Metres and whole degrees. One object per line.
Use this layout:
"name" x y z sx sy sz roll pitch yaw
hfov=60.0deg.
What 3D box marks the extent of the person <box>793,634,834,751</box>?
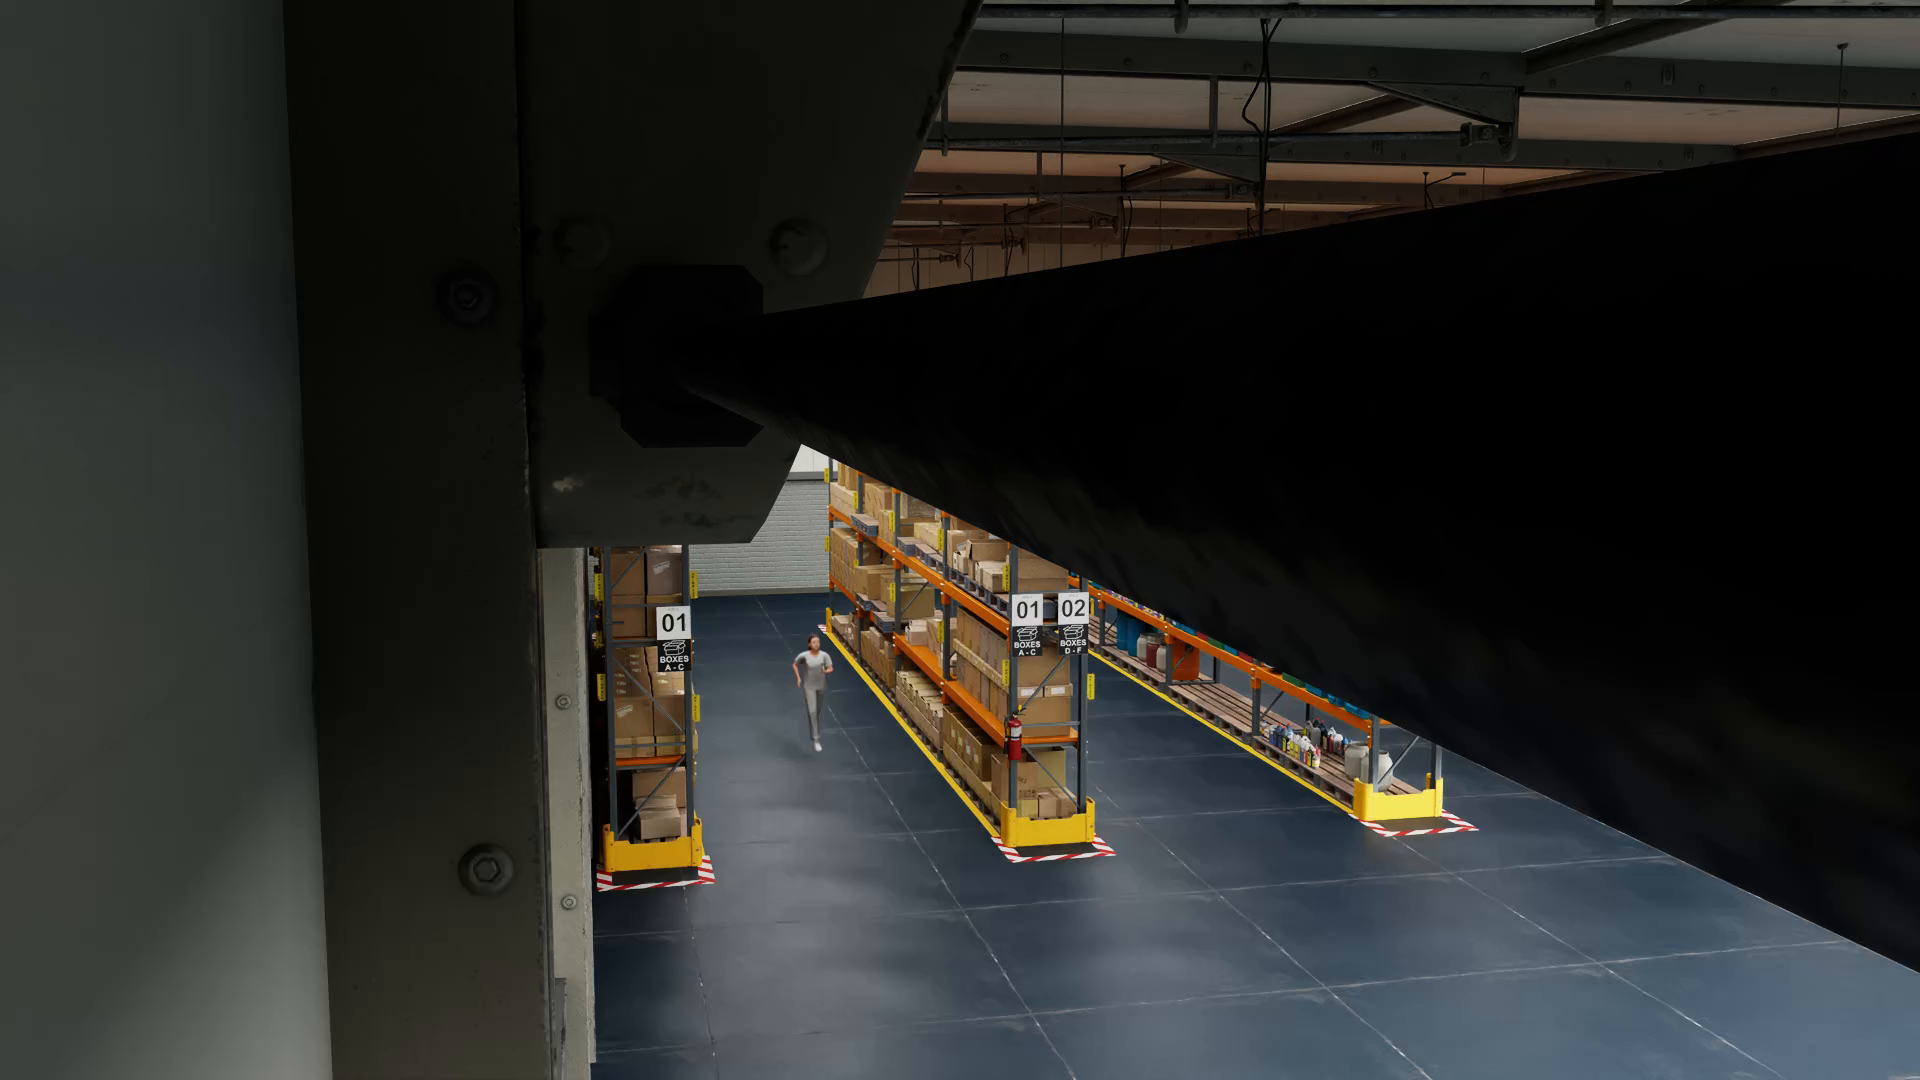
"person" -2.180 2.248 24.978 0.558 1.685 0.891 -3 7 -22
